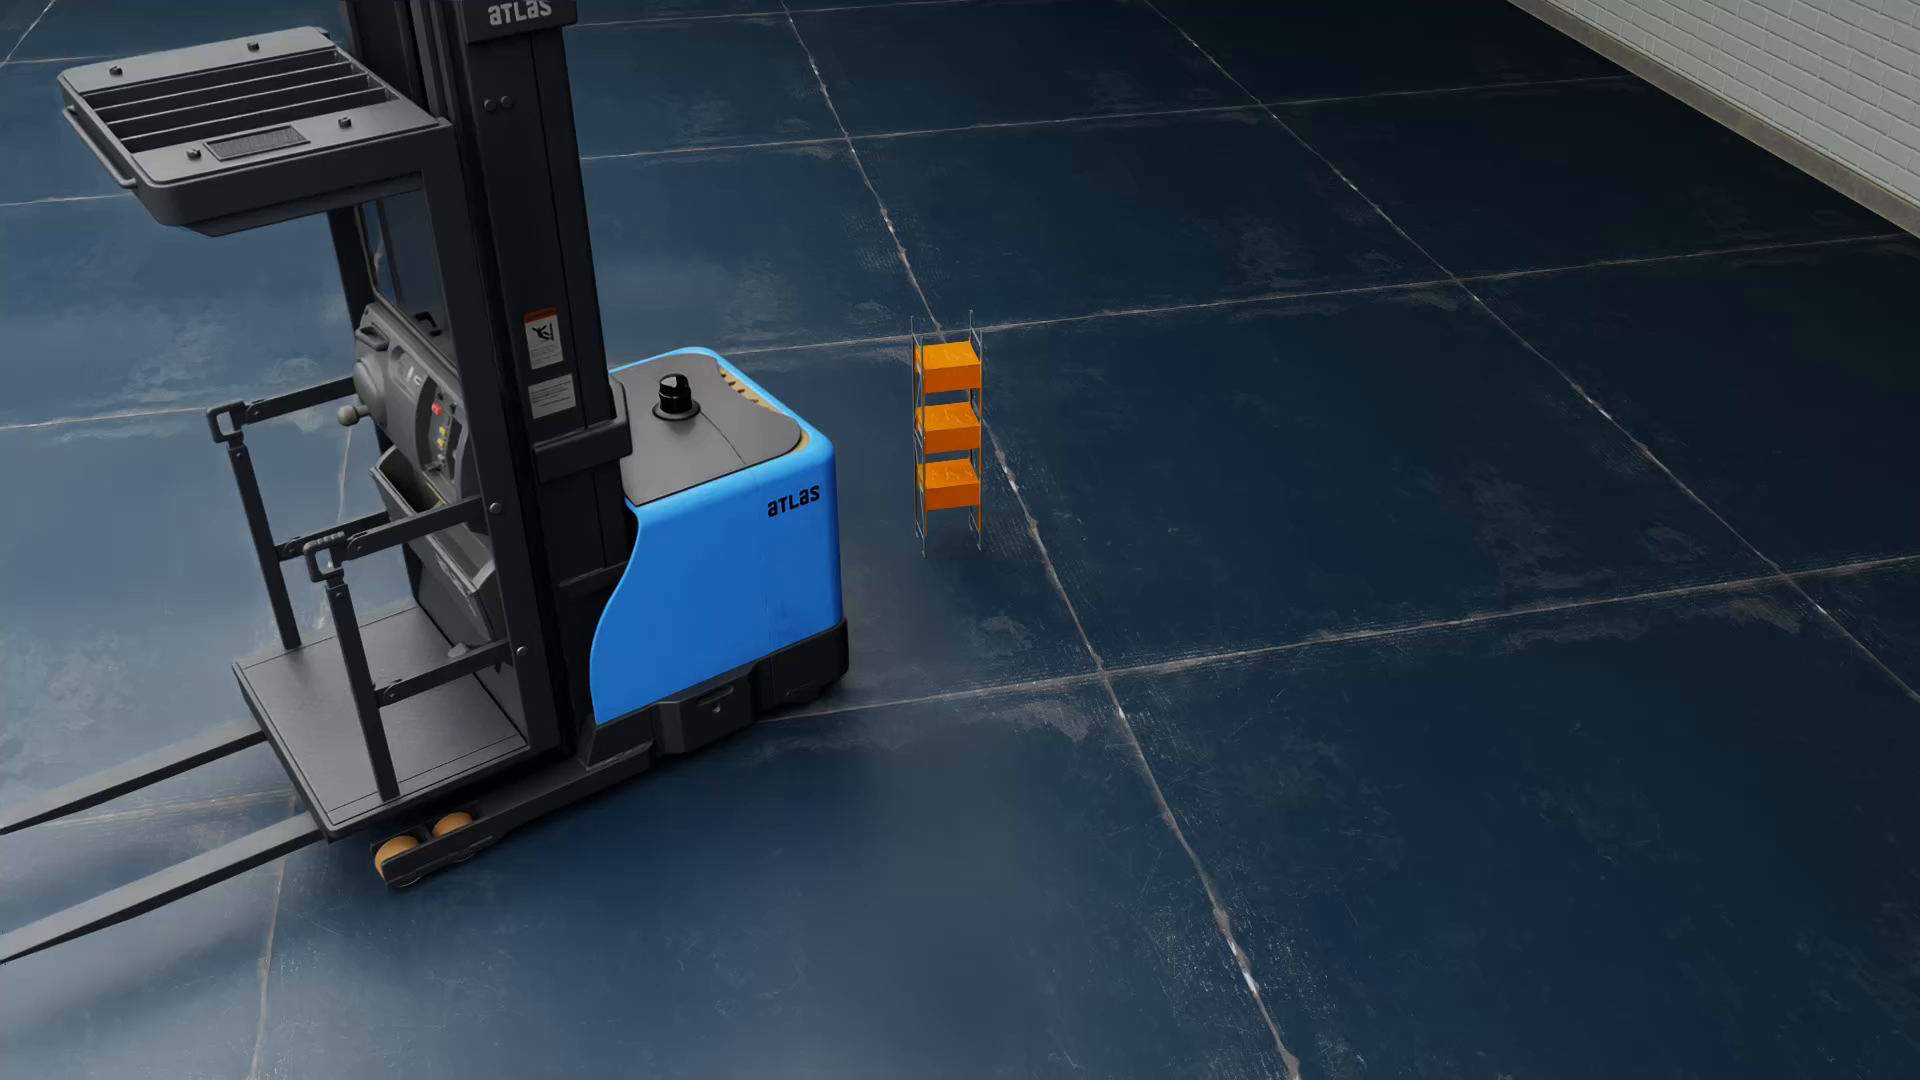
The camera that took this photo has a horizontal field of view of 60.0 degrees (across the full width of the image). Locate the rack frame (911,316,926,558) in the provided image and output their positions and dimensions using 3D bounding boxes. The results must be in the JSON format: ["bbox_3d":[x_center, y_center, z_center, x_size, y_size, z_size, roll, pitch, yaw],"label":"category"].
[{"bbox_3d":[-0.171,-0.414,6.925,0.008,1.050,0.200,-7,35,-11],"label":"rack frame"}]

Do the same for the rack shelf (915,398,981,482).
[{"bbox_3d":[-0.052,-0.421,6.954,0.240,0.259,0.215,-7,35,-11],"label":"rack shelf"}]

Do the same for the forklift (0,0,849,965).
[{"bbox_3d":[-1.918,-0.400,5.216,3.031,2.935,1.130,-22,40,-29],"label":"forklift"}]

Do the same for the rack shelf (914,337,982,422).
[{"bbox_3d":[-0.052,-0.656,6.795,0.240,0.259,0.215,-7,35,-11],"label":"rack shelf"}]

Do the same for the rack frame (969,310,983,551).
[{"bbox_3d":[0.067,-0.444,6.970,0.008,1.050,0.200,-7,35,-11],"label":"rack frame"}]

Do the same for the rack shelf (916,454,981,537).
[{"bbox_3d":[-0.052,-0.190,7.108,0.240,0.259,0.215,-7,35,-11],"label":"rack shelf"}]

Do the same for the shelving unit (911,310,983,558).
[{"bbox_3d":[-0.052,-0.429,6.948,0.252,1.050,0.215,-7,35,-11],"label":"shelving unit"}]
